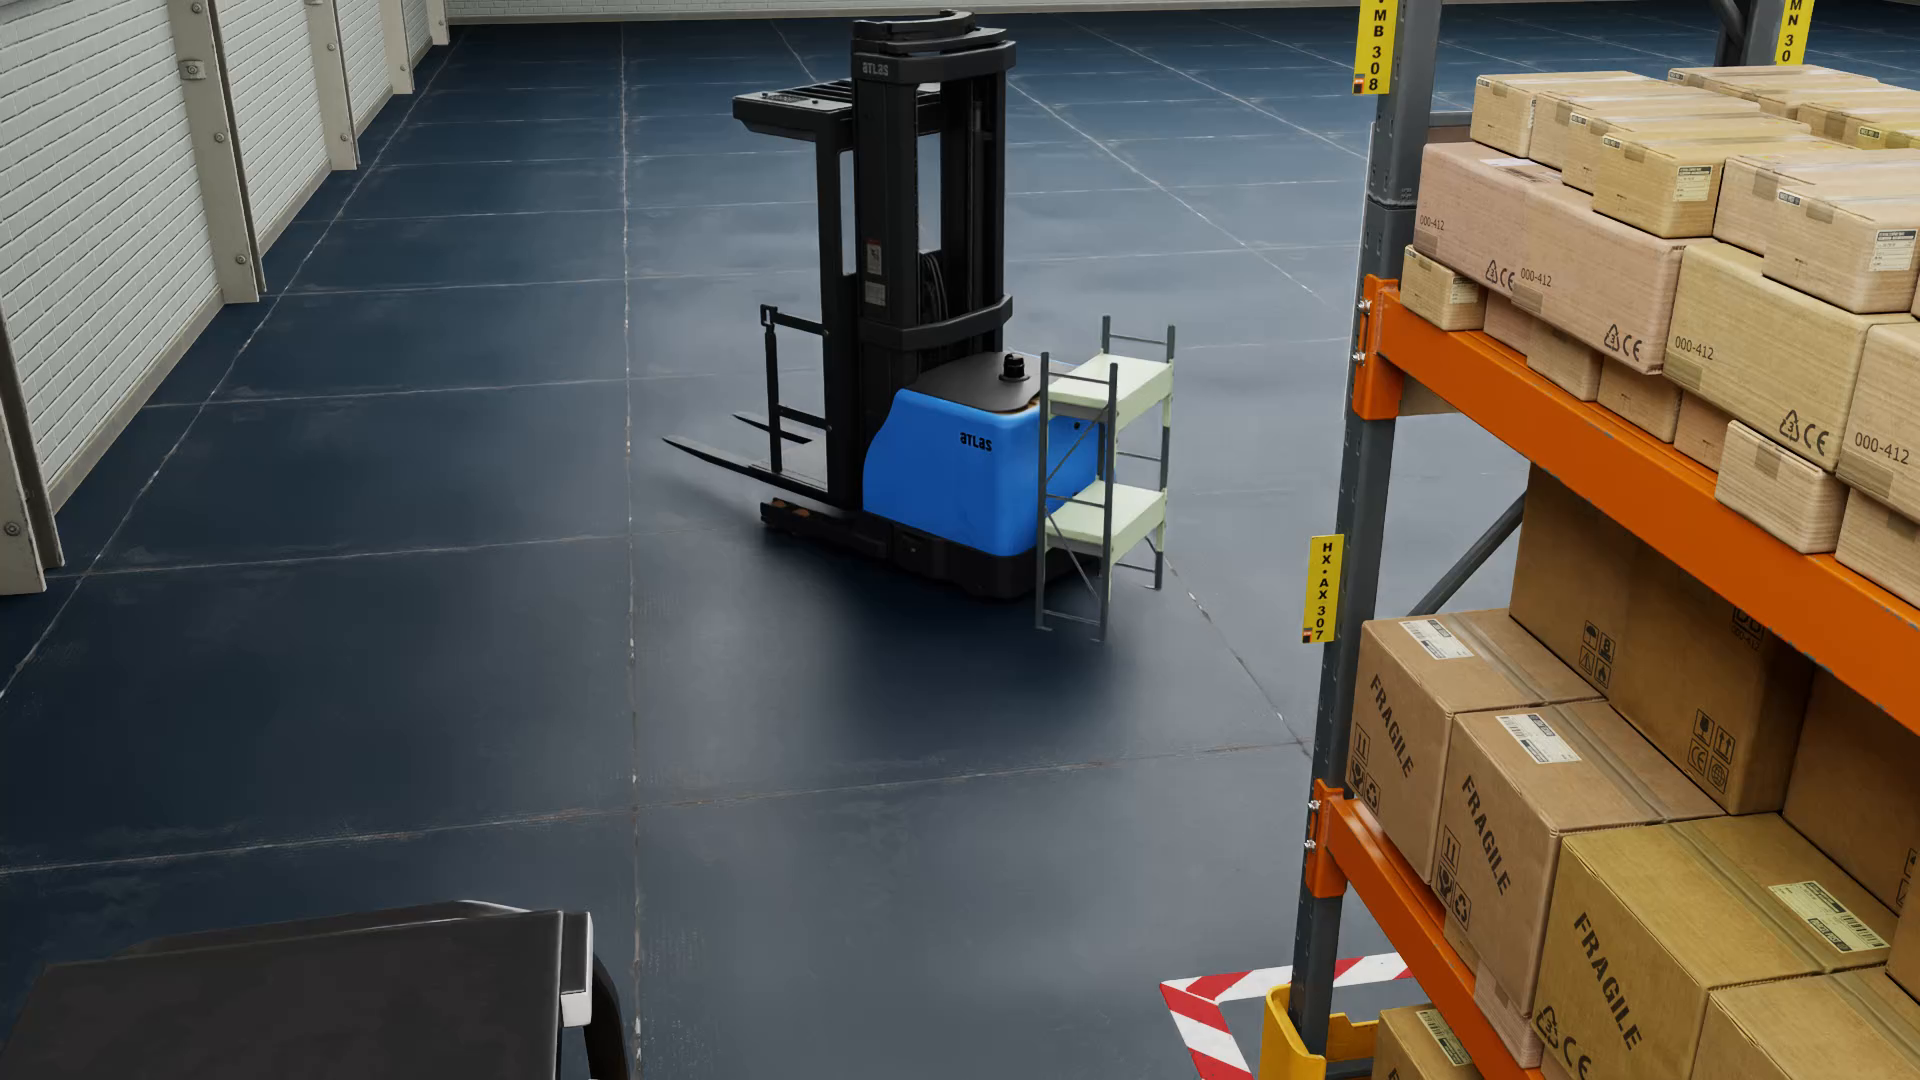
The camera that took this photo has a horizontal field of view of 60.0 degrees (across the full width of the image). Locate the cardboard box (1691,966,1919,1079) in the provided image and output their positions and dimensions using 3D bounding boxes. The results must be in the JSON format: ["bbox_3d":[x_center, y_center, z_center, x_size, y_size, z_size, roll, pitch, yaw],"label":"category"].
[{"bbox_3d":[1.653,1.122,2.938,0.500,0.500,0.500,-5,24,-11],"label":"cardboard box"}]

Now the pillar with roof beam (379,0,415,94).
[{"bbox_3d":[-4.300,-11.305,24.391,9.100,9.000,0.400,-4,24,-10],"label":"pillar with roof beam"}]

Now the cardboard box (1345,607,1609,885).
[{"bbox_3d":[1.356,0.518,4.319,0.500,0.500,0.500,-5,24,-11],"label":"cardboard box"}]

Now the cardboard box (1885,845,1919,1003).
[{"bbox_3d":[2.088,0.637,2.798,0.700,0.500,0.500,-4,24,-10],"label":"cardboard box"}]

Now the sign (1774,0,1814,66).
[{"bbox_3d":[2.090,-1.320,4.171,0.100,0.325,0.005,-4,24,-10],"label":"sign"}]

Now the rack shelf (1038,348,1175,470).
[{"bbox_3d":[0.750,-0.678,8.453,0.431,0.370,0.720,12,26,26],"label":"rack shelf"}]

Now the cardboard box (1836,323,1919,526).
[{"bbox_3d":[1.651,-0.128,2.363,0.500,0.250,0.500,-4,24,-9],"label":"cardboard box"}]

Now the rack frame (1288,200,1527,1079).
[{"bbox_3d":[1.541,0.494,4.872,1.000,3.000,0.127,-4,24,-10],"label":"rack frame"}]

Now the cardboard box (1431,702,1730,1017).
[{"bbox_3d":[1.455,0.722,3.853,0.500,0.500,0.500,-4,24,-8],"label":"cardboard box"}]

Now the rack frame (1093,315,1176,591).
[{"bbox_3d":[0.926,-0.449,8.904,0.400,1.500,0.023,12,26,26],"label":"rack frame"}]

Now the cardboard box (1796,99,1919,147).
[{"bbox_3d":[1.969,-0.817,3.442,0.380,0.149,0.250,-5,24,-10],"label":"cardboard box"}]

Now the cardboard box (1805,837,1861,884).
[{"bbox_3d":[2.090,0.899,3.447,0.500,0.500,0.500,-4,24,-10],"label":"cardboard box"}]

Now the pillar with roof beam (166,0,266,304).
[{"bbox_3d":[-2.081,-6.585,13.584,9.100,9.000,0.400,-4,24,-10],"label":"pillar with roof beam"}]

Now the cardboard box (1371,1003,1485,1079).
[{"bbox_3d":[1.424,1.565,4.394,0.500,0.500,0.500,-5,24,-12],"label":"cardboard box"}]

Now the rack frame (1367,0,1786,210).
[{"bbox_3d":[1.541,-2.256,3.671,1.000,3.000,0.127,-4,24,-10],"label":"rack frame"}]

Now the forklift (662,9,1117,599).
[{"bbox_3d":[-0.554,-1.501,9.524,3.031,2.935,1.130,19,30,37],"label":"forklift"}]

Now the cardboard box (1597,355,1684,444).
[{"bbox_3d":[1.505,-0.312,3.284,0.380,0.149,0.250,-4,24,-10],"label":"cardboard box"}]

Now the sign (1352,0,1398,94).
[{"bbox_3d":[1.008,-1.241,4.005,0.100,0.325,0.005,-4,24,-10],"label":"sign"}]

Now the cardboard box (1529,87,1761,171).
[{"bbox_3d":[1.469,-0.878,3.583,0.380,0.149,0.250,-4,24,-10],"label":"cardboard box"}]

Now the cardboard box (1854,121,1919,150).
[{"bbox_3d":[1.965,-0.713,3.205,0.380,0.149,0.250,-4,24,-9],"label":"cardboard box"}]

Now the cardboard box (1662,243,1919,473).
[{"bbox_3d":[1.576,-0.331,2.828,0.500,0.250,0.500,-4,24,-8],"label":"cardboard box"}]

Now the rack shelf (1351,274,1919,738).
[{"bbox_3d":[1.911,0.235,2.614,1.077,0.370,4.000,-4,24,-10],"label":"rack shelf"}]

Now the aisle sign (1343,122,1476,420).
[{"bbox_3d":[1.225,-0.699,4.355,0.394,0.787,0.004,-4,24,-10],"label":"aisle sign"}]

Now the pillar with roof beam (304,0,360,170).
[{"bbox_3d":[-3.191,-8.945,18.988,9.100,9.000,0.400,-4,24,-10],"label":"pillar with roof beam"}]

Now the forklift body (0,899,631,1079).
[{"bbox_3d":[-1.193,1.862,2.799,2.313,2.155,1.214,-4,24,-10],"label":"forklift body"}]

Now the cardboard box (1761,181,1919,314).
[{"bbox_3d":[1.536,-0.472,2.653,0.380,0.149,0.250,-4,24,-8],"label":"cardboard box"}]

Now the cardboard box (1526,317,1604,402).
[{"bbox_3d":[1.435,-0.408,3.503,0.380,0.149,0.250,-4,24,-8],"label":"cardboard box"}]

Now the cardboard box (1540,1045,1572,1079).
[{"bbox_3d":[1.513,1.169,3.640,0.380,0.149,0.250,-4,24,-8],"label":"cardboard box"}]

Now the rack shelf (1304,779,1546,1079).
[{"bbox_3d":[1.911,1.610,3.215,1.077,0.370,4.000,-4,24,-10],"label":"rack shelf"}]

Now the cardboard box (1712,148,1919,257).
[{"bbox_3d":[1.568,-0.581,2.902,0.380,0.149,0.250,-4,24,-10],"label":"cardboard box"}]

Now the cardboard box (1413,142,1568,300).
[{"bbox_3d":[1.372,-0.731,3.744,0.500,0.250,0.500,-5,24,-11],"label":"cardboard box"}]

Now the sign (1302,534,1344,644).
[{"bbox_3d":[1.008,0.137,4.607,0.100,0.325,0.005,-4,24,-10],"label":"sign"}]

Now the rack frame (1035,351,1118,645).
[{"bbox_3d":[0.575,-0.192,8.315,0.400,1.500,0.023,12,26,26],"label":"rack frame"}]

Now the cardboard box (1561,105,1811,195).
[{"bbox_3d":[1.454,-0.776,3.348,0.380,0.149,0.250,-4,24,-10],"label":"cardboard box"}]

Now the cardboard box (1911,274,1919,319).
[{"bbox_3d":[1.657,-0.376,2.432,0.380,0.149,0.250,-4,24,-9],"label":"cardboard box"}]

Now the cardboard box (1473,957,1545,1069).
[{"bbox_3d":[1.432,1.069,3.867,0.380,0.149,0.250,-4,24,-9],"label":"cardboard box"}]

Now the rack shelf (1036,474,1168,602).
[{"bbox_3d":[0.750,-0.022,8.740,0.431,0.370,0.720,12,26,26],"label":"rack shelf"}]

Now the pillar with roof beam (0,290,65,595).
[{"bbox_3d":[-0.972,-4.225,8.180,9.100,9.000,0.400,-4,24,-10],"label":"pillar with roof beam"}]

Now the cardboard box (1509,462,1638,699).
[{"bbox_3d":[1.850,0.038,4.169,0.700,0.500,0.500,-5,24,-11],"label":"cardboard box"}]

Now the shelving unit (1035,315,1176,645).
[{"bbox_3d":[0.750,-0.320,8.610,0.431,1.500,0.755,12,26,26],"label":"shelving unit"}]

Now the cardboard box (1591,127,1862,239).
[{"bbox_3d":[1.428,-0.671,3.109,0.380,0.149,0.250,-4,24,-10],"label":"cardboard box"}]

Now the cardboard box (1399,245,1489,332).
[{"bbox_3d":[1.284,-0.611,3.968,0.380,0.149,0.250,-4,24,-10],"label":"cardboard box"}]

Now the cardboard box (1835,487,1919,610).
[{"bbox_3d":[1.615,-0.003,2.575,0.380,0.149,0.250,-5,24,-11],"label":"cardboard box"}]

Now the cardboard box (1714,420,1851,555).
[{"bbox_3d":[1.526,-0.103,2.805,0.380,0.149,0.250,-4,24,-9],"label":"cardboard box"}]

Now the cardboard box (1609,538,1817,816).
[{"bbox_3d":[1.937,0.238,3.712,0.700,0.500,0.500,-4,24,-9],"label":"cardboard box"}]

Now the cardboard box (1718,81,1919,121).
[{"bbox_3d":[1.904,-0.916,3.669,0.380,0.149,0.250,-4,24,-9],"label":"cardboard box"}]

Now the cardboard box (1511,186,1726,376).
[{"bbox_3d":[1.456,-0.532,3.289,0.500,0.250,0.500,-5,24,-11],"label":"cardboard box"}]

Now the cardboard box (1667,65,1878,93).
[{"bbox_3d":[1.894,-1.020,3.908,0.380,0.149,0.250,-4,24,-9],"label":"cardboard box"}]

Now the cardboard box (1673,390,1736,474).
[{"bbox_3d":[1.558,-0.208,3.045,0.380,0.149,0.250,-5,24,-11],"label":"cardboard box"}]

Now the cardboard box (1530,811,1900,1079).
[{"bbox_3d":[1.551,0.922,3.394,0.500,0.500,0.500,-5,24,-11],"label":"cardboard box"}]

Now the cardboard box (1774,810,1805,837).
[{"bbox_3d":[2.001,0.702,3.899,0.500,0.500,0.500,-4,24,-10],"label":"cardboard box"}]

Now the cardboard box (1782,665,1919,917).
[{"bbox_3d":[2.132,0.431,3.270,0.700,0.500,0.500,-5,24,-10],"label":"cardboard box"}]

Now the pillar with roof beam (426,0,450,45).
[{"bbox_3d":[-5.410,-13.665,29.795,9.100,9.000,0.400,-4,24,-10],"label":"pillar with roof beam"}]

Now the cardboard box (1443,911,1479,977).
[{"bbox_3d":[1.431,0.966,4.104,0.380,0.149,0.250,-5,24,-11],"label":"cardboard box"}]

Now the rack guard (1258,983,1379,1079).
[{"bbox_3d":[1.555,1.669,5.304,1.175,0.500,0.348,-4,24,-10],"label":"rack guard"}]

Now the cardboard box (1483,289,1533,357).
[{"bbox_3d":[1.420,-0.515,3.747,0.380,0.149,0.250,-5,24,-11],"label":"cardboard box"}]

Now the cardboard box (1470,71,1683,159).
[{"bbox_3d":[1.407,-0.976,3.808,0.380,0.149,0.250,-4,24,-10],"label":"cardboard box"}]
